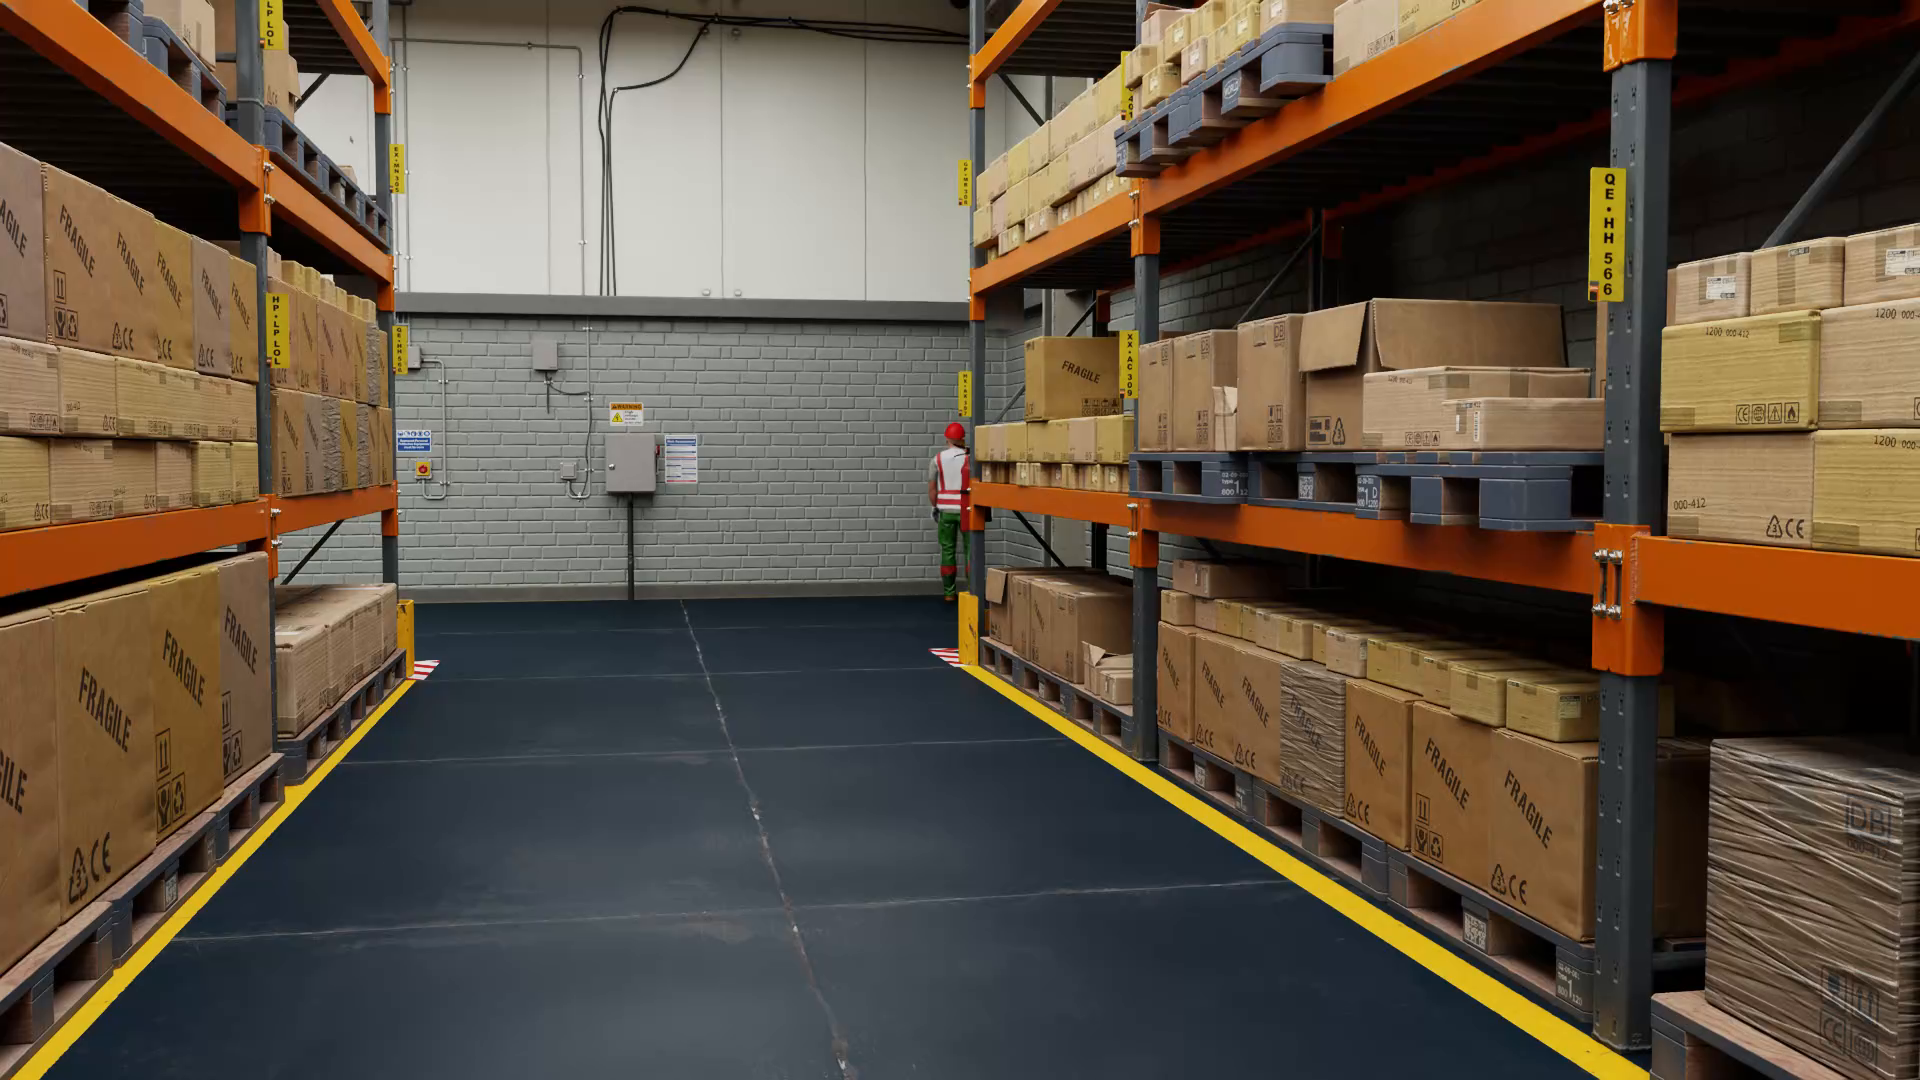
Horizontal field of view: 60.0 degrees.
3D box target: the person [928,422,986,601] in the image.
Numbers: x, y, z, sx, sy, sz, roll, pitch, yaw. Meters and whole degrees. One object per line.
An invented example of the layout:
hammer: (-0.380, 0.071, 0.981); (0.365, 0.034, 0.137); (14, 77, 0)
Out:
person: (-0.017, -0.266, 16.687); (0.587, 1.827, 0.432); (0, 3, 9)
